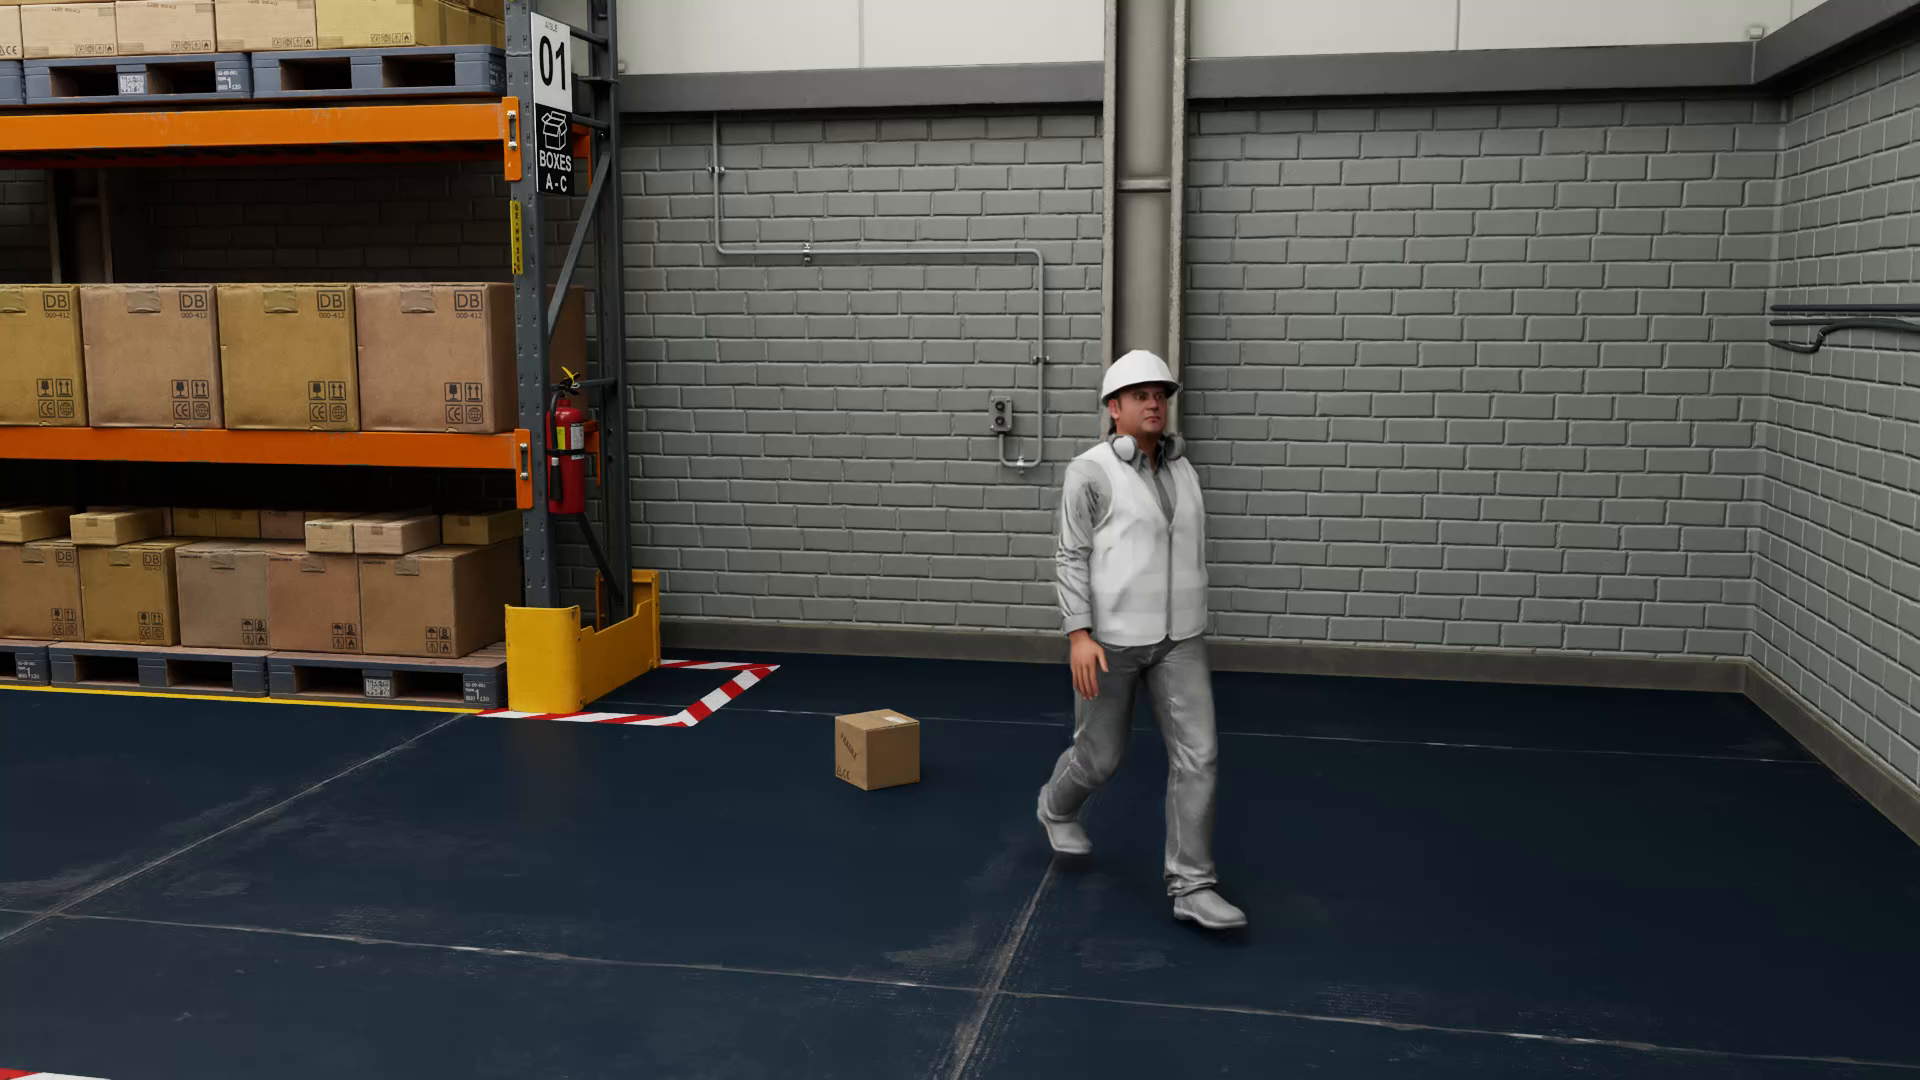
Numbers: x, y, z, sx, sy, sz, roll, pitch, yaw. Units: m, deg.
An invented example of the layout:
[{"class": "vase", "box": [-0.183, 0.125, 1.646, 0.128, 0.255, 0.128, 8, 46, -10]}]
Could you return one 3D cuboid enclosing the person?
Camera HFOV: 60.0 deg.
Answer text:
[{"class": "person", "box": [0.536, 0.281, 5.196, 0.558, 1.737, 0.973, -4, 9, -24]}]
